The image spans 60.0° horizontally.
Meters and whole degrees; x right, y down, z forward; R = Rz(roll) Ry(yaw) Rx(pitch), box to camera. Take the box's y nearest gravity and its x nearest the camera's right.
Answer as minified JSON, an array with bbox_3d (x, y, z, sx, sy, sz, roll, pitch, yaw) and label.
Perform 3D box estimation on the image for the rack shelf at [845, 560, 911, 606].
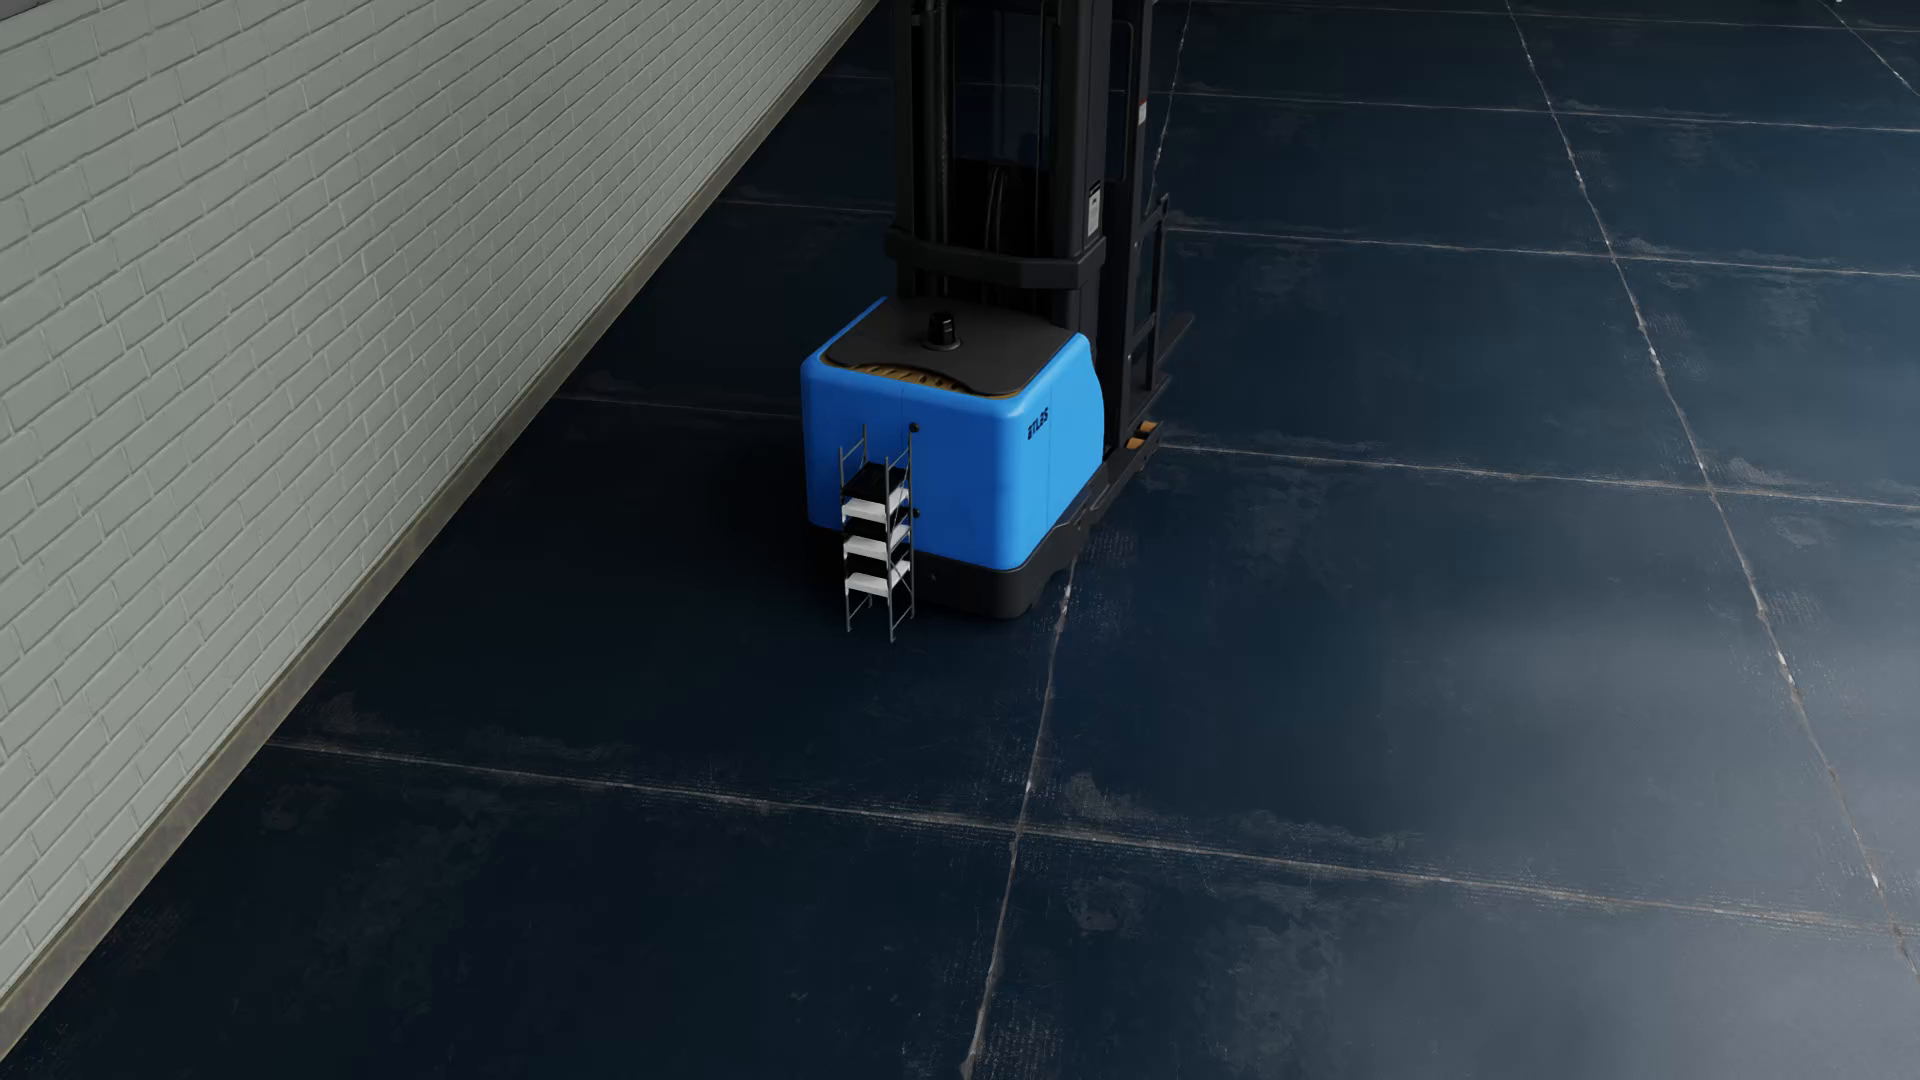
[{"bbox_3d":[-0.341,0.161,7.047,0.200,0.077,0.258,13,34,20],"label":"rack shelf"}]

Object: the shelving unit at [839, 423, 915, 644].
[{"bbox_3d":[-0.341,-0.020,6.933,0.210,0.900,0.258,13,34,20],"label":"shelving unit"}]

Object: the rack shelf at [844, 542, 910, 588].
[{"bbox_3d":[-0.341,0.085,6.999,0.200,0.077,0.258,13,34,20],"label":"rack shelf"}]

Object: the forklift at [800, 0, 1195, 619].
[{"bbox_3d":[0.386,-1.672,7.659,1.130,2.935,3.031,14,35,21],"label":"forklift"}]

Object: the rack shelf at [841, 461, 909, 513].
[{"bbox_3d":[-0.341,-0.220,6.808,0.200,0.077,0.258,13,34,20],"label":"rack shelf"}]

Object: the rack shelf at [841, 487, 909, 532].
[{"bbox_3d":[-0.341,-0.144,6.856,0.200,0.077,0.258,13,34,20],"label":"rack shelf"}]

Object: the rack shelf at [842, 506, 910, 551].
[{"bbox_3d":[-0.341,-0.068,6.903,0.200,0.077,0.258,13,34,20],"label":"rack shelf"}]

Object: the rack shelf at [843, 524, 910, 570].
[{"bbox_3d":[-0.341,0.008,6.951,0.200,0.077,0.258,13,34,20],"label":"rack shelf"}]

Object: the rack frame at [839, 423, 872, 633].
[{"bbox_3d":[-0.434,-0.041,6.967,0.006,0.900,0.240,13,34,20],"label":"rack frame"}]

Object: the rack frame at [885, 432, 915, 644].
[{"bbox_3d":[-0.248,0.002,6.899,0.006,0.900,0.240,13,34,20],"label":"rack frame"}]
